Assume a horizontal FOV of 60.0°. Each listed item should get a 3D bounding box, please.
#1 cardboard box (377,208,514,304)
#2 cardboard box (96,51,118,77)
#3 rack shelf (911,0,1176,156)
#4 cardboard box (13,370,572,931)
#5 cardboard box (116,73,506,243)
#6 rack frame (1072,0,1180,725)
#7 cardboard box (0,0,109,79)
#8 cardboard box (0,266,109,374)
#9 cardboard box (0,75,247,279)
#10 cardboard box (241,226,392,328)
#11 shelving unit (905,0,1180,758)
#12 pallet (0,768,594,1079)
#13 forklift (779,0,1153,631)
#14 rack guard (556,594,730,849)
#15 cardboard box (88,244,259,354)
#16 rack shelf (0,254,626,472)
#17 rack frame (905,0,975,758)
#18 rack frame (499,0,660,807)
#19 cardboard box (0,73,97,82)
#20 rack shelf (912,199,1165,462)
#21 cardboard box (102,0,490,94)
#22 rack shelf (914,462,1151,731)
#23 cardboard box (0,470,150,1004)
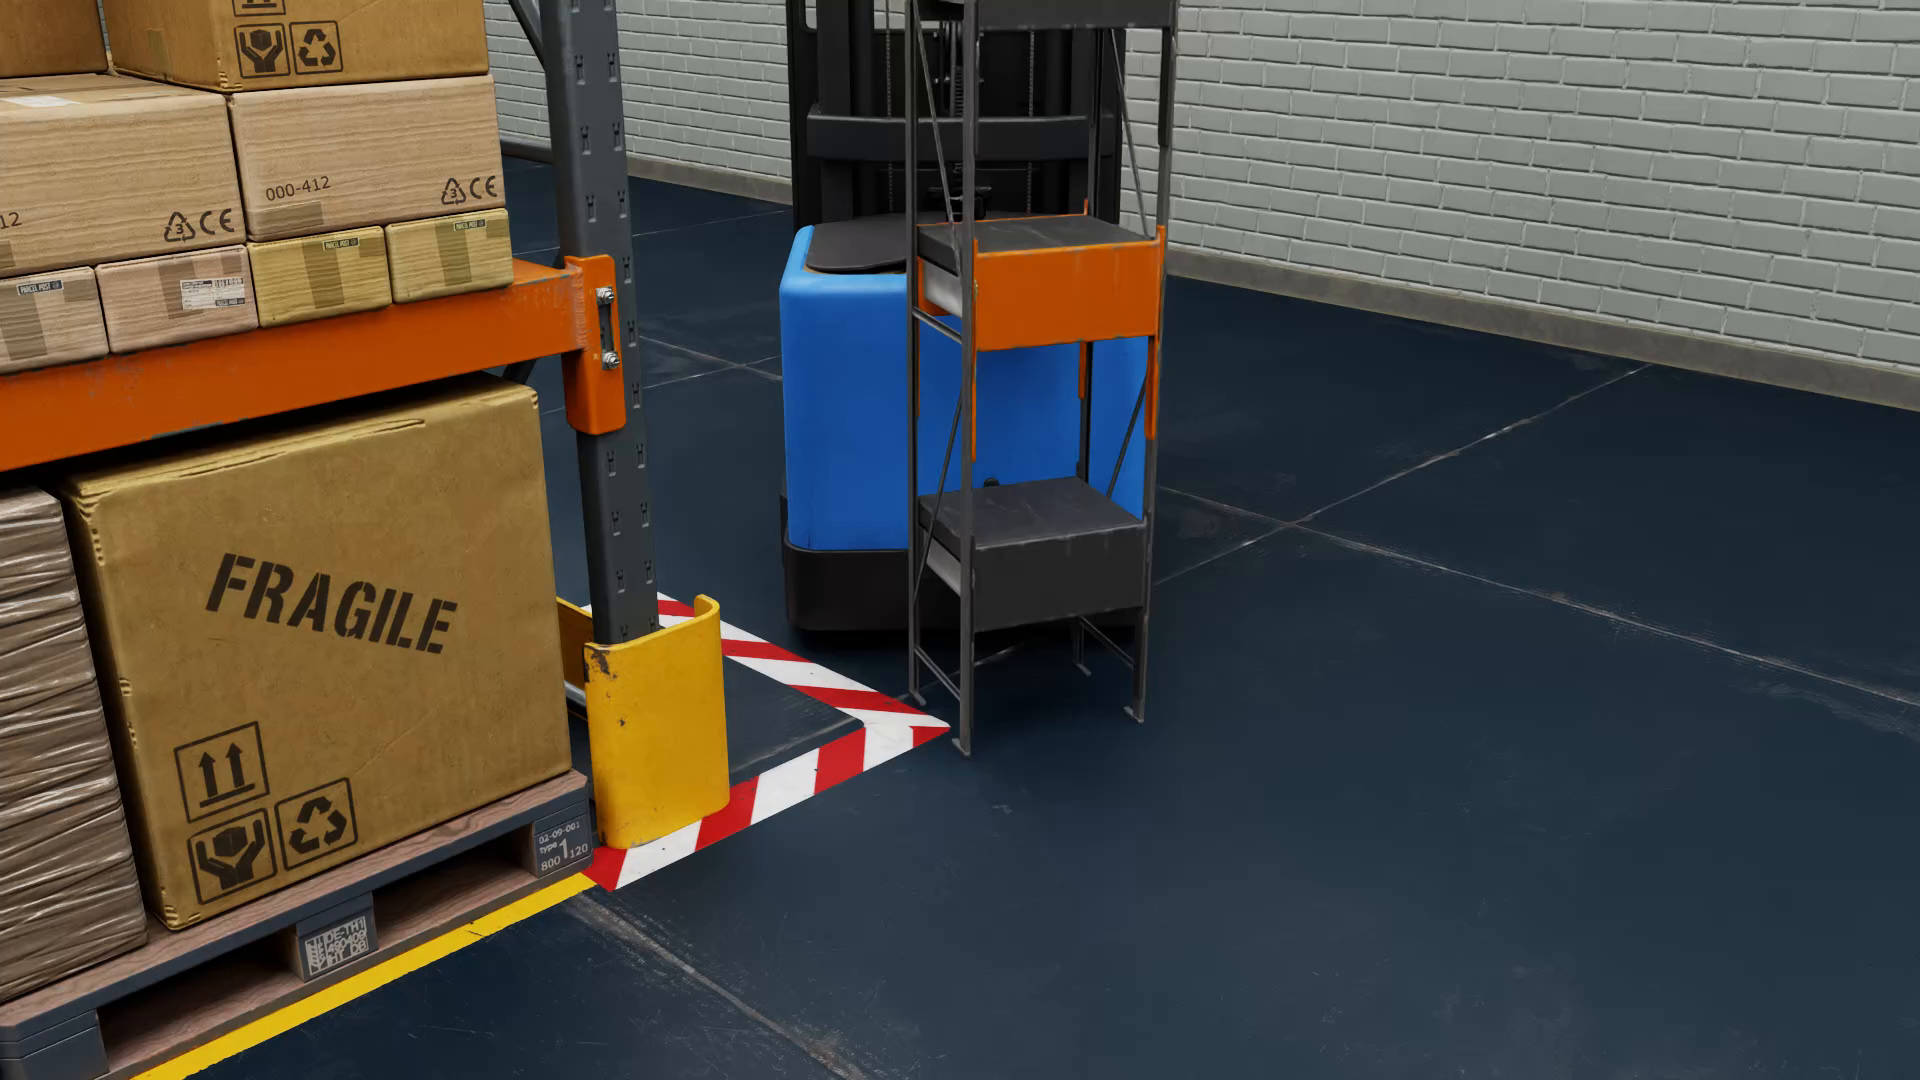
[{"bbox_3d":[-1.088,-0.585,3.265,0.250,0.149,0.380,-20,28,-41],"label":"cardboard box"},{"bbox_3d":[-1.604,-0.889,3.501,0.500,0.250,0.500,18,28,39],"label":"cardboard box"},{"bbox_3d":[0.179,-1.177,3.791,0.480,0.518,0.431,-8,22,-21],"label":"rack shelf"},{"bbox_3d":[-1.465,0.104,3.498,0.875,0.875,0.875,19,28,41],"label":"cardboard box"},{"bbox_3d":[-1.224,-0.754,3.149,0.500,0.250,0.500,19,28,40],"label":"cardboard box"},{"bbox_3d":[0.402,-0.567,4.121,0.015,2.100,0.400,-8,22,-21],"label":"rack frame"},{"bbox_3d":[-1.953,-1.110,3.032,0.500,0.500,0.500,18,28,39],"label":"cardboard box"},{"bbox_3d":[-1.620,-0.389,2.756,0.250,0.149,0.380,-20,28,-41],"label":"cardboard box"},{"bbox_3d":[-1.578,-0.623,2.810,0.500,0.250,0.500,19,28,40],"label":"cardboard box"},{"bbox_3d":[-1.268,-0.517,3.090,0.380,0.149,0.250,20,28,41],"label":"cardboard box"},{"bbox_3d":[0.176,-0.535,4.036,0.503,2.100,0.431,-8,22,-21],"label":"shelving unit"},{"bbox_3d":[-1.577,0.651,3.587,1.003,0.211,1.213,19,28,41],"label":"pallet"},{"bbox_3d":[-0.020,-1.591,5.629,1.130,2.935,3.031,-1,21,-2],"label":"forklift"},{"bbox_3d":[-1.059,0.285,4.137,1.175,0.500,0.348,19,28,41],"label":"rack guard"},{"bbox_3d":[-1.445,-0.453,2.922,0.380,0.149,0.250,19,28,41],"label":"cardboard box"},{"bbox_3d":[-2.471,-0.026,2.464,1.077,0.370,4.000,19,28,41],"label":"rack shelf"},{"bbox_3d":[-0.051,-0.504,3.950,0.015,2.100,0.400,-8,22,-21],"label":"rack frame"},{"bbox_3d":[-1.076,-0.876,3.672,1.000,3.000,0.127,19,28,41],"label":"rack frame"},{"bbox_3d":[-1.962,-0.754,3.149,0.500,0.250,0.500,19,28,40],"label":"cardboard box"},{"bbox_3d":[0.175,-0.523,4.041,0.480,0.518,0.431,-8,22,-21],"label":"rack shelf"},{"bbox_3d":[-1.227,-1.104,3.014,0.500,0.500,0.500,20,29,41],"label":"cardboard box"},{"bbox_3d":[0.172,0.132,4.290,0.480,0.518,0.431,-8,22,-21],"label":"rack shelf"},{"bbox_3d":[-2.100,0.338,2.889,0.875,0.875,0.875,19,28,41],"label":"cardboard box"}]
